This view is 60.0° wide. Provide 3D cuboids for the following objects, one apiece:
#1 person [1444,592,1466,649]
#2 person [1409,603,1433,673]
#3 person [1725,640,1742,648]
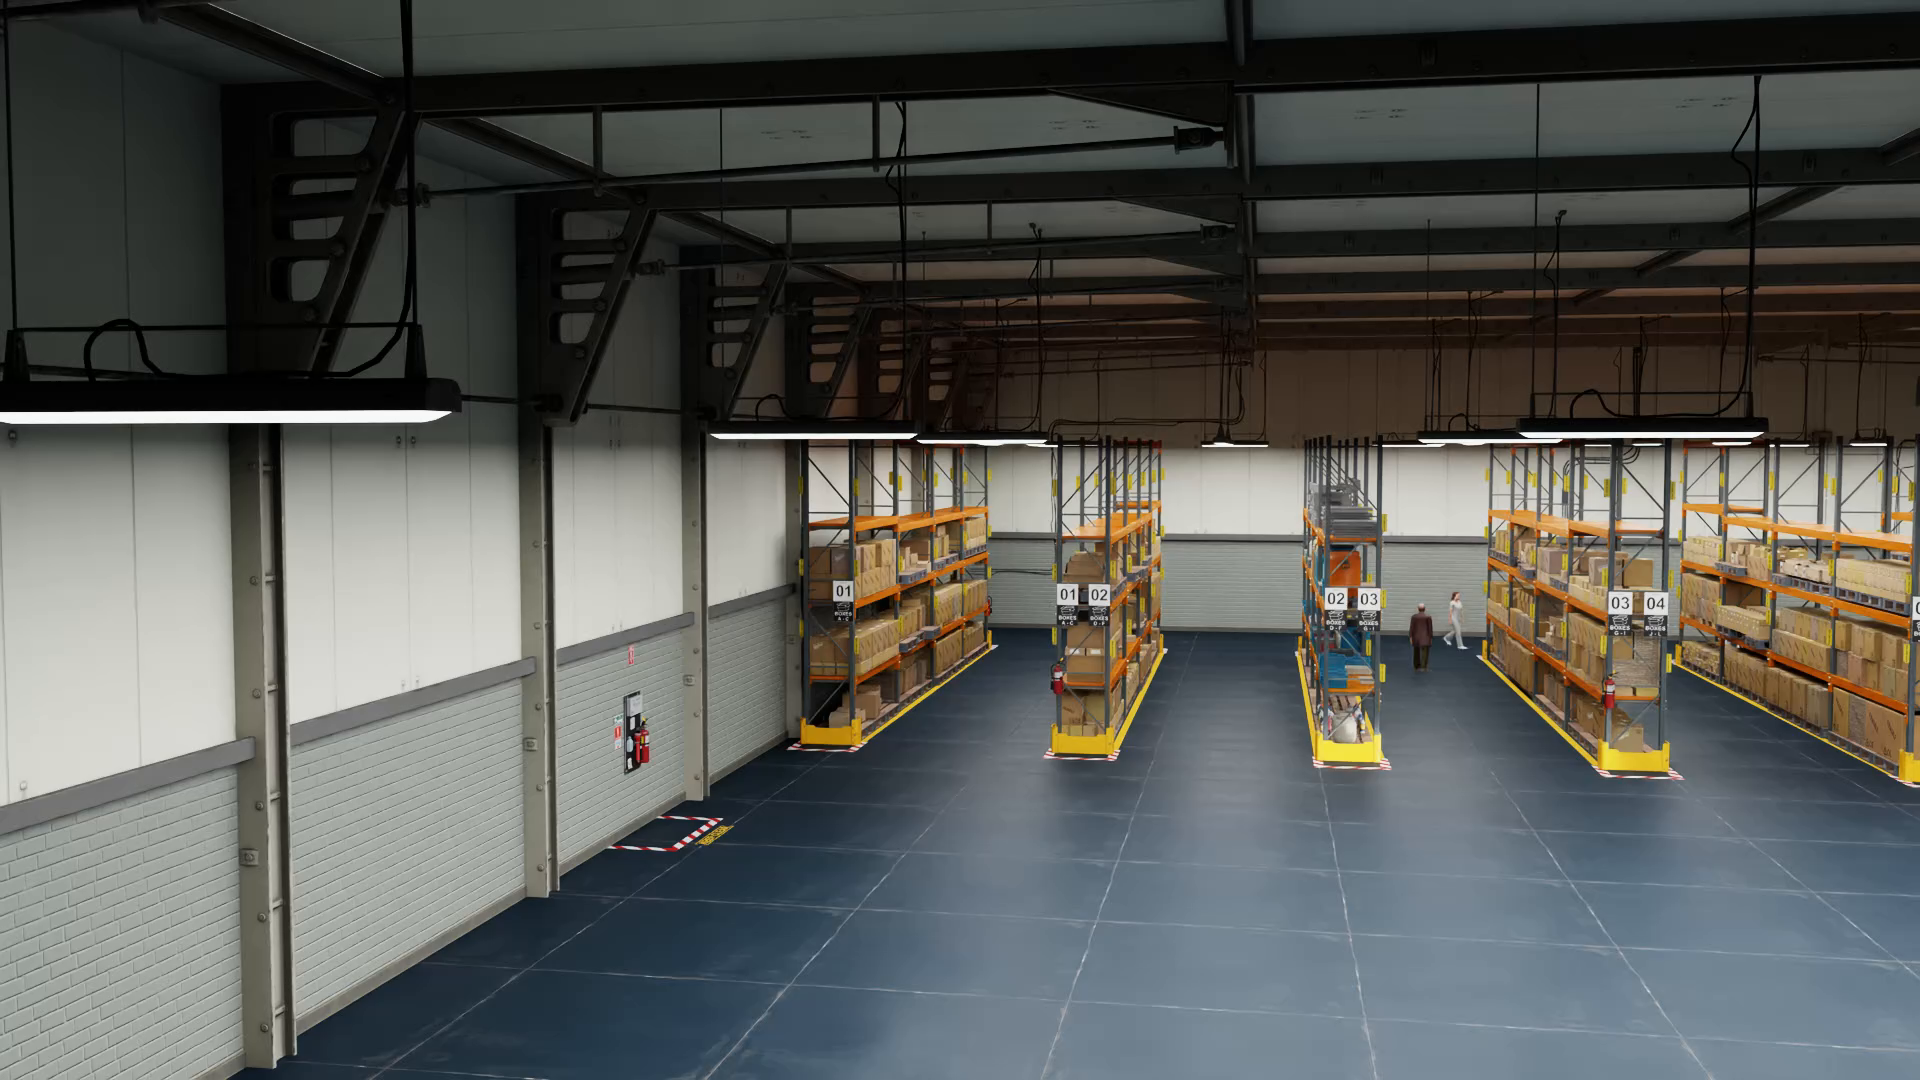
[{"bbox_3d":[14.281,2.303,48.002,0.487,1.647,0.882,-2,4,-31],"label":"person"},{"bbox_3d":[11.912,2.524,42.943,0.622,1.777,0.820,1,3,22],"label":"person"},{"bbox_3d":[21.452,2.350,45.927,0.783,1.777,0.553,2,4,38],"label":"person"}]
